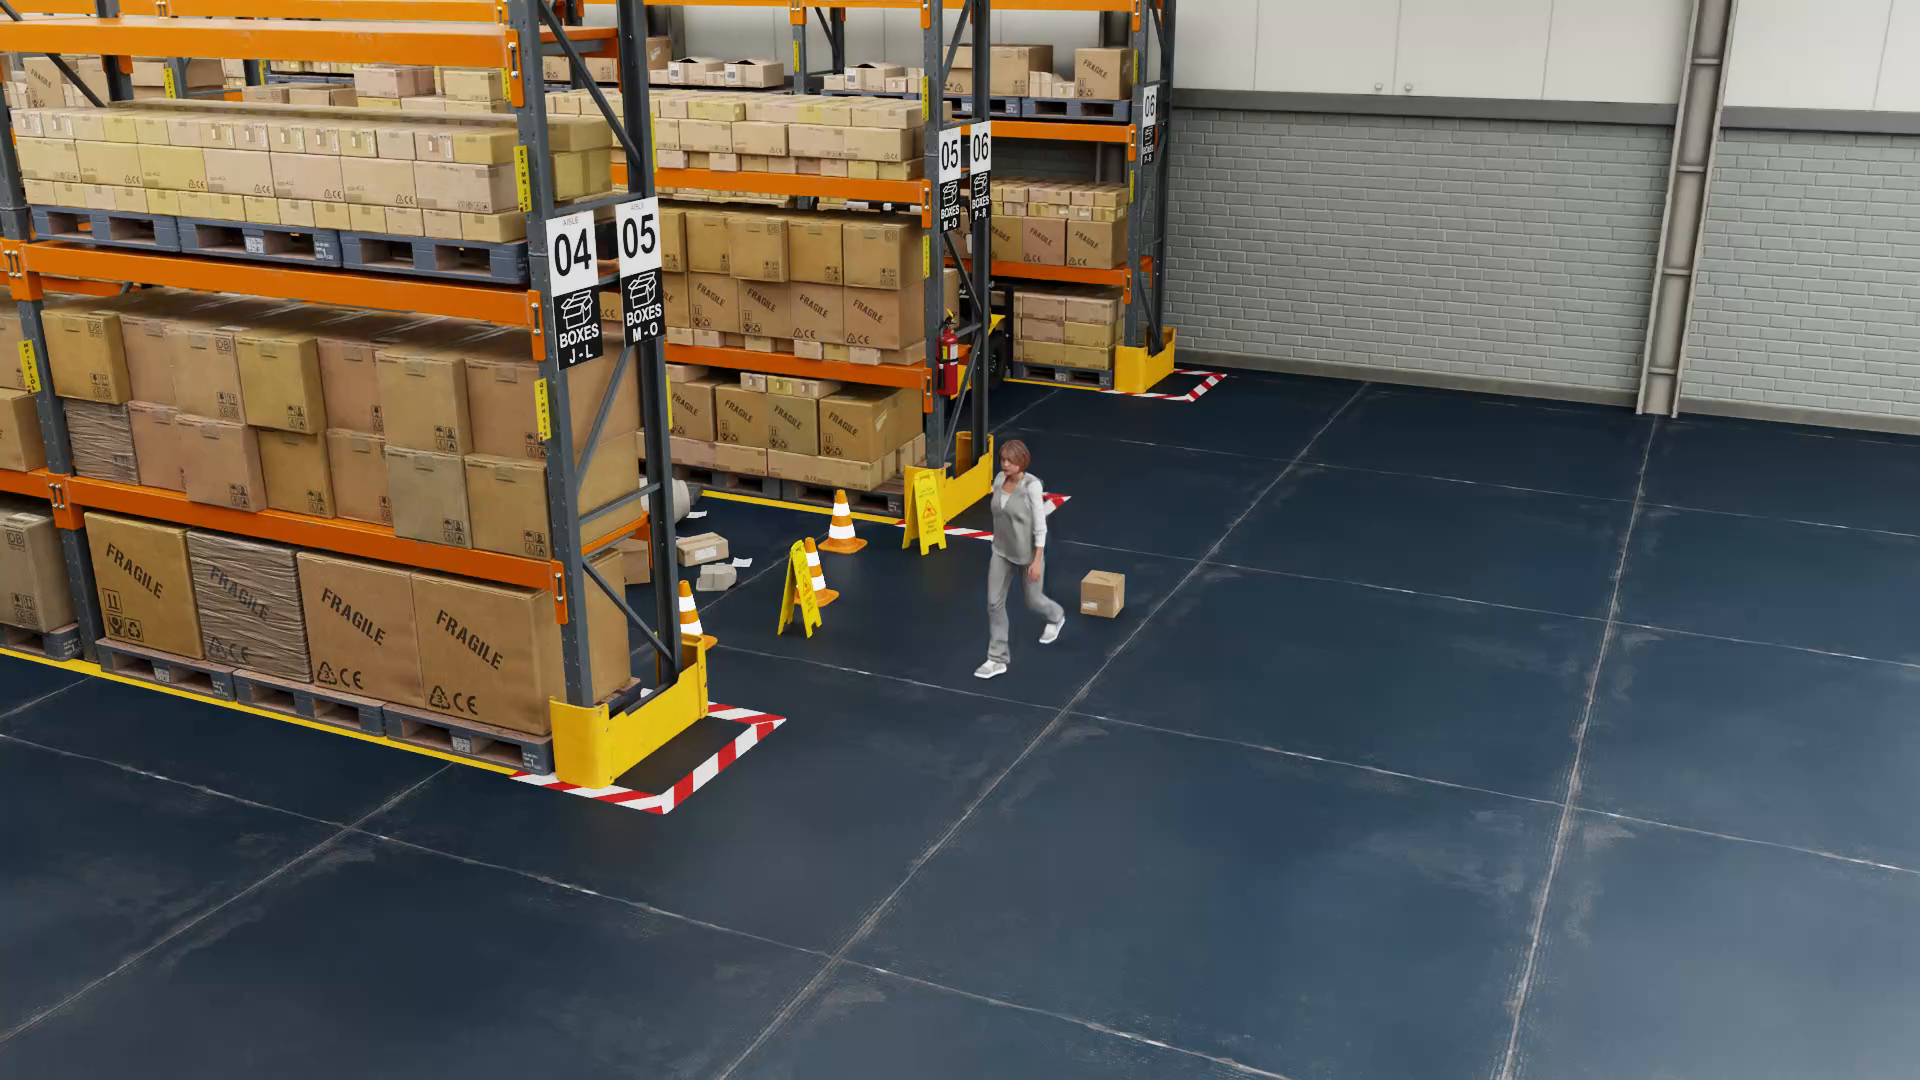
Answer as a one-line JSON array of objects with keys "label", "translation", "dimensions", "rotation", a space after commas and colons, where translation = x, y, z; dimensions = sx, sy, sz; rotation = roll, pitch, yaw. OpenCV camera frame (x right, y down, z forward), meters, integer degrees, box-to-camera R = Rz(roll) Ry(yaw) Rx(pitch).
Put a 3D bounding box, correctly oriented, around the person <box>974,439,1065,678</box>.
[{"label": "person", "translation": [0.421, 0.080, 10.845], "dimensions": [0.428, 1.549, 0.877], "rotation": [14, 23, 34]}]
